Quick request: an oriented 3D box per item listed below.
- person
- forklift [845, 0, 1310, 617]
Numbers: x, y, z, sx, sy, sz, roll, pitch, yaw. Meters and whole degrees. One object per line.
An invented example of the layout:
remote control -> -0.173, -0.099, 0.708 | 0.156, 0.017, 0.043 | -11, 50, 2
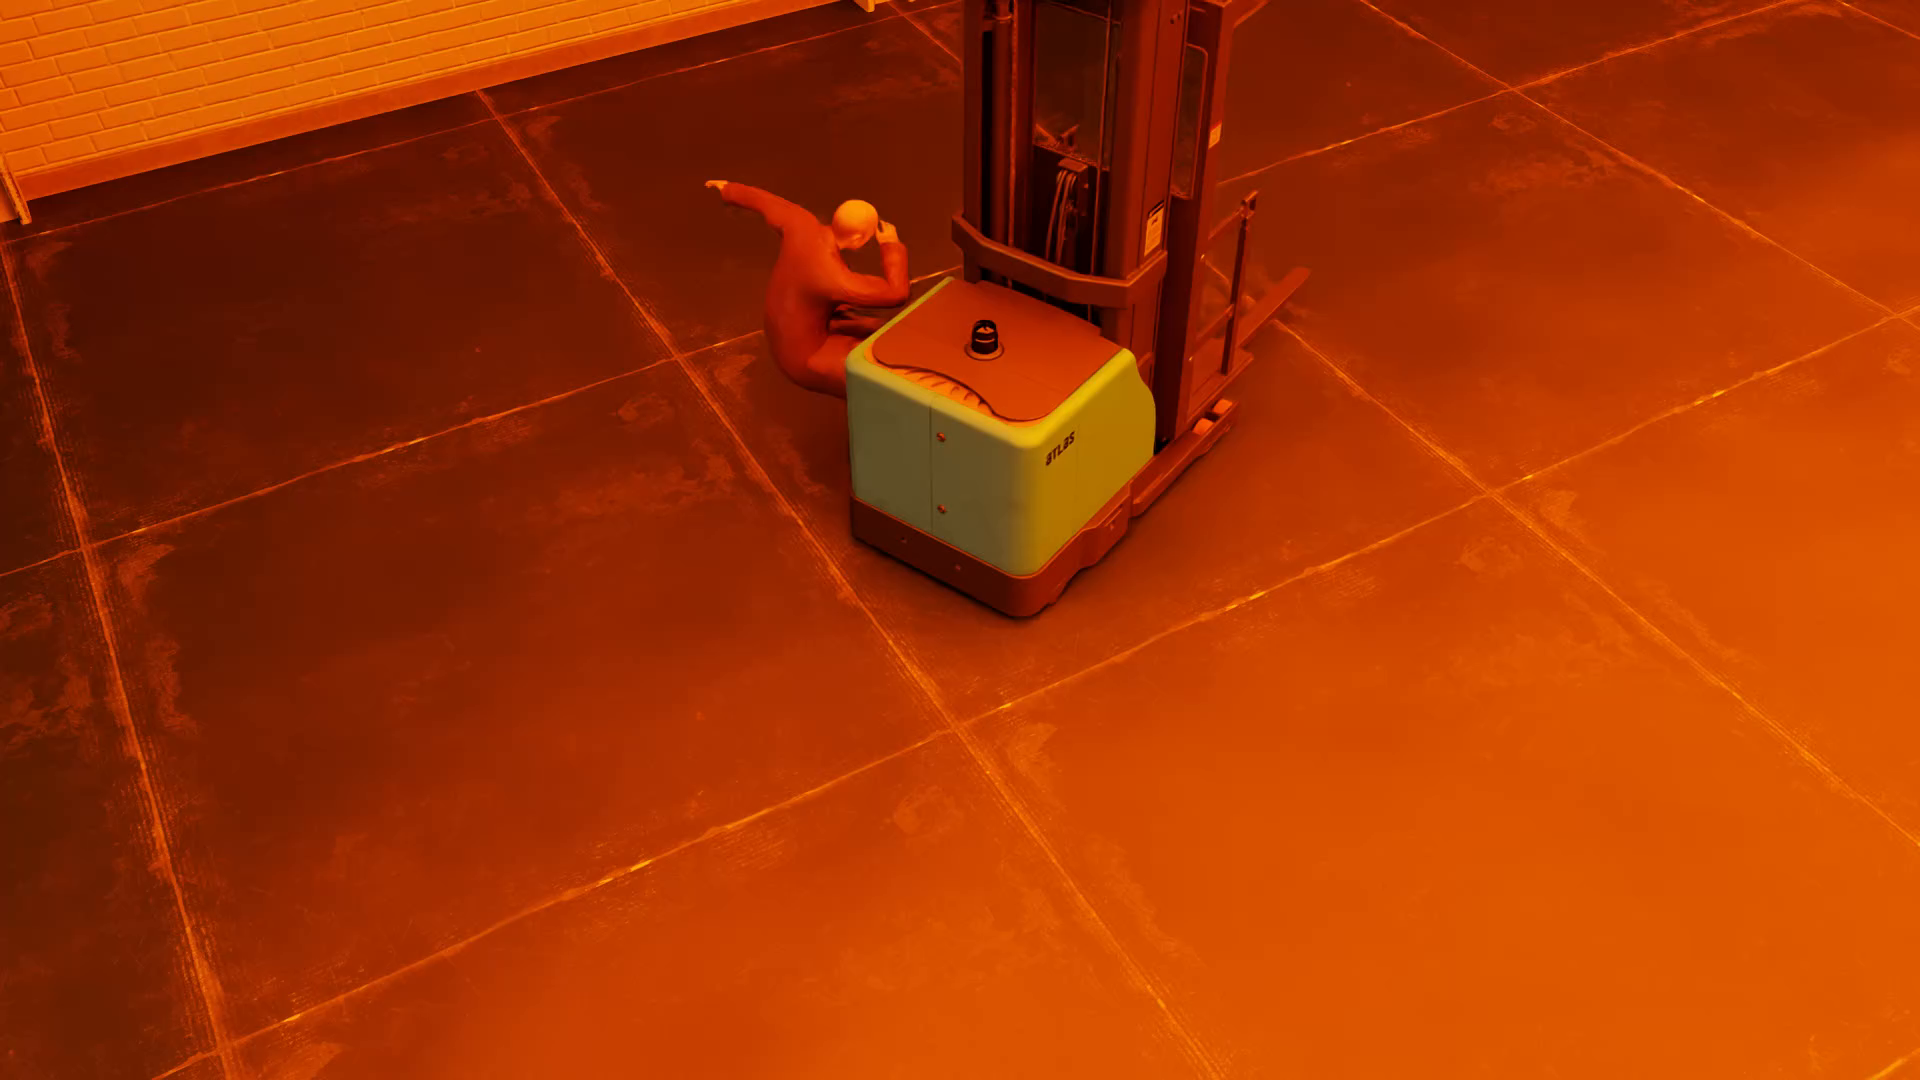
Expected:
person -> -0.588, -1.093, 8.029 | 0.887, 1.436, 1.357 | -15, 45, -16
forklift -> 0.762, -1.693, 7.523 | 1.130, 2.935, 3.031 | 26, 49, 26
